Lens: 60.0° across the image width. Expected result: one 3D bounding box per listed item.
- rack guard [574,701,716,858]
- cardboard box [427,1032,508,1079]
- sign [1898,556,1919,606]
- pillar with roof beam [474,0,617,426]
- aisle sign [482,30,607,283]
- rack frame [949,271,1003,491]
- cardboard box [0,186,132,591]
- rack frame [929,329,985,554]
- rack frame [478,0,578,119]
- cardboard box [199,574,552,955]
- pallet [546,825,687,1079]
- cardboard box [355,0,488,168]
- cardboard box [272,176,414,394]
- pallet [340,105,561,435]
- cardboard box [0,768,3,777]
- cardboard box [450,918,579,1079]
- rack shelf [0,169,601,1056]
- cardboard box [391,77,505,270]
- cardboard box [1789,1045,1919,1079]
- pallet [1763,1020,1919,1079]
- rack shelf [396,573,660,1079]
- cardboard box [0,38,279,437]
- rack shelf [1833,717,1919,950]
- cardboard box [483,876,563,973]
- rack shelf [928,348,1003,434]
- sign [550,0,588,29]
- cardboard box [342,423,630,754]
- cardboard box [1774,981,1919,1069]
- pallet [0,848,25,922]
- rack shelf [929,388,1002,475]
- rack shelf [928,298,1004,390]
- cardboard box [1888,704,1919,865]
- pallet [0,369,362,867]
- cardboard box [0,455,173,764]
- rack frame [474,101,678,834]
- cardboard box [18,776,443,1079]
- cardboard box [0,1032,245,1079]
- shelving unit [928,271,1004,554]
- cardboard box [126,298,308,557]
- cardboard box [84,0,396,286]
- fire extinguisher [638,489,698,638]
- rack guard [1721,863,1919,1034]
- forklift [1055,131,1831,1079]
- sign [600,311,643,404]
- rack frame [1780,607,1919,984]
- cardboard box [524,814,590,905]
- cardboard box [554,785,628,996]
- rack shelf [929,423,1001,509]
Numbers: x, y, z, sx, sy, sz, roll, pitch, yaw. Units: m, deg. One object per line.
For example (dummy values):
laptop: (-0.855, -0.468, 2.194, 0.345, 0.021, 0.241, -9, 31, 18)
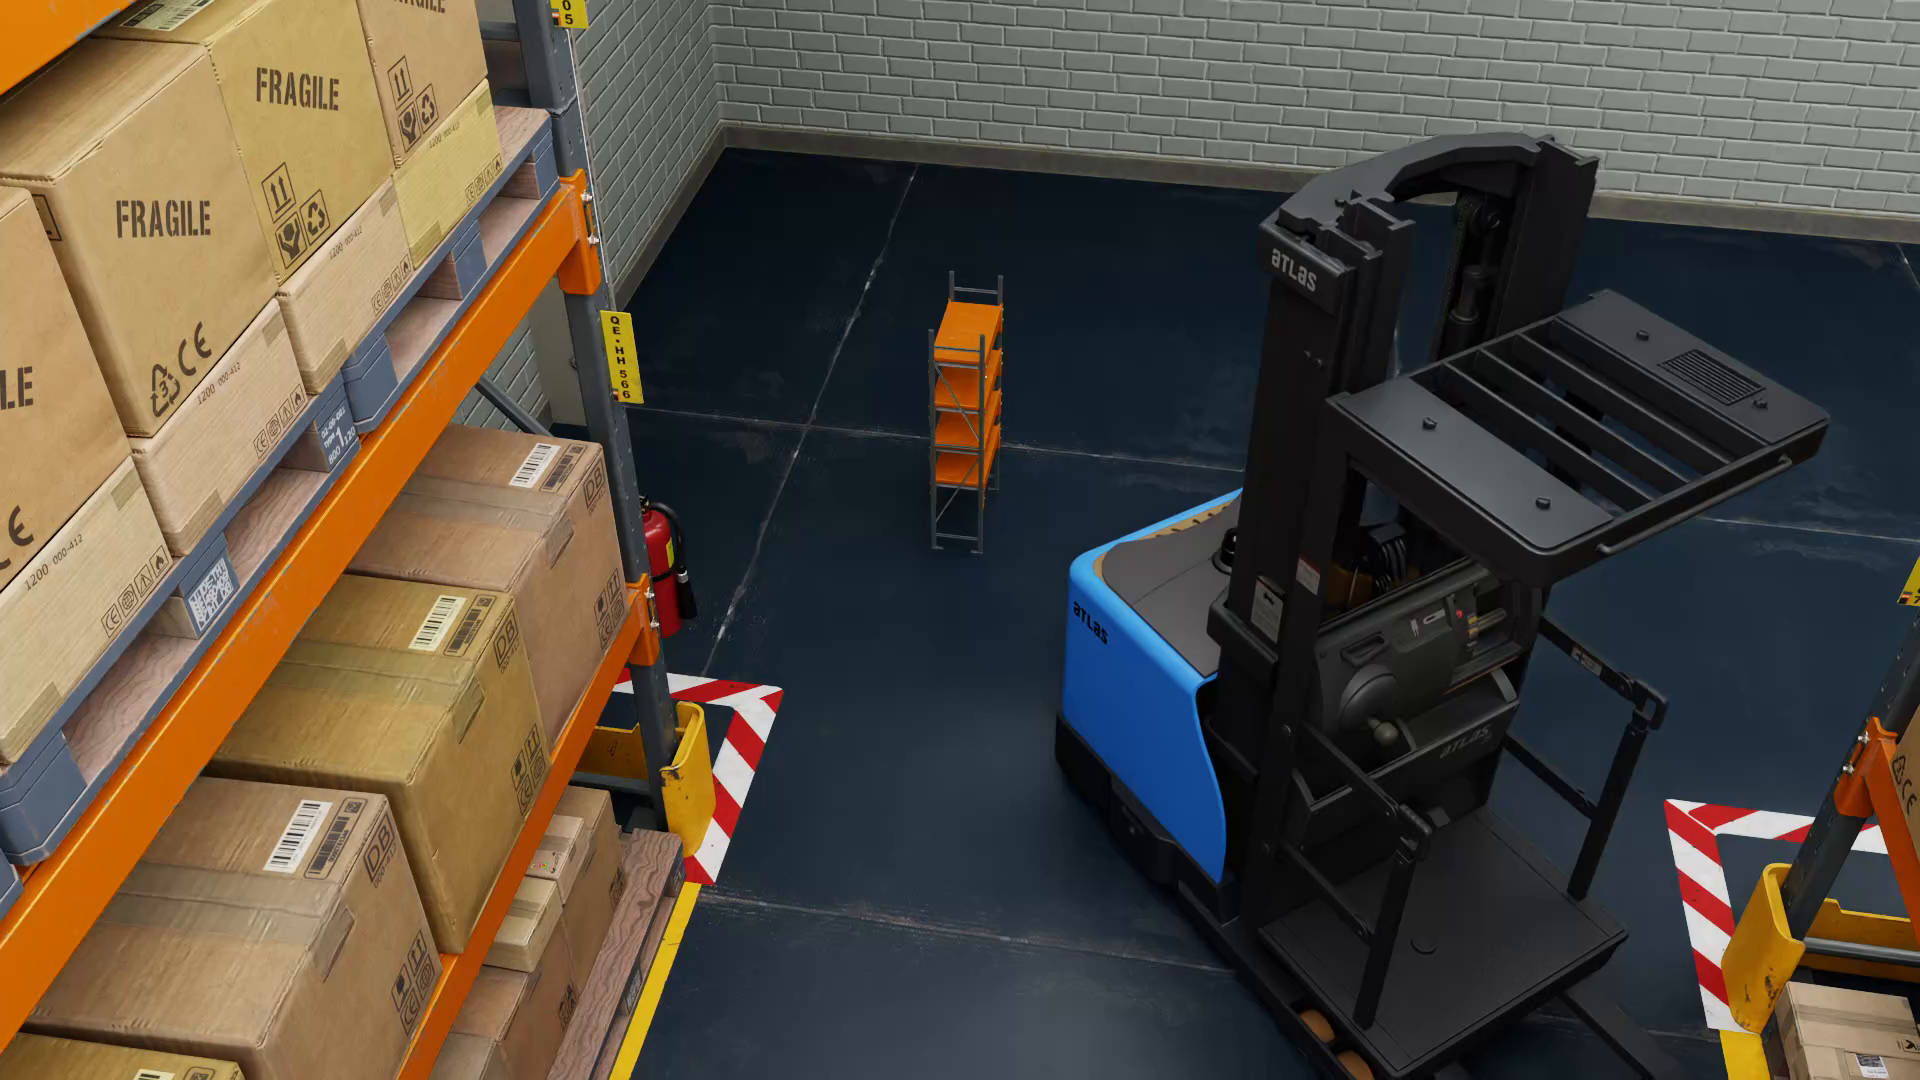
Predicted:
rack guard: (-1.561, 0.862, 6.411, 1.175, 0.500, 0.348, 6, 40, 8)
cardboard box: (-1.760, 1.796, 4.953, 0.700, 0.500, 0.500, 5, 40, 6)
sign: (2.780, 0.065, 4.735, 0.100, 0.325, 0.005, 6, 40, 8)
pillar with roof beam: (2.290, -3.713, 5.276, 9.100, 9.000, 0.400, 6, 40, 8)
aisle sign: (-1.257, -1.100, 4.783, 0.394, 0.787, 0.004, 6, 40, 8)
rack frame: (0.071, -0.719, 7.775, 0.240, 1.200, 0.015, 6, 40, 8)
cardboard box: (-1.695, -0.214, 2.518, 0.500, 0.500, 0.500, 7, 40, 8)
rack frame: (-0.014, -0.413, 7.405, 0.240, 1.200, 0.015, 6, 40, 8)
rack frame: (-1.565, -2.398, 3.685, 1.000, 3.000, 0.127, 6, 40, 8)
cardboard box: (-1.758, 0.578, 4.559, 0.980, 0.700, 0.700, 6, 40, 7)
pallet: (-1.626, 1.499, 5.868, 1.003, 0.211, 1.213, 6, 40, 8)
cardboard box: (-1.423, -1.184, 3.692, 0.500, 0.500, 0.500, 6, 40, 8)
cardboard box: (-1.519, -0.569, 3.536, 0.500, 0.250, 0.500, 5, 40, 6)
pallet: (-1.683, -0.741, 4.105, 1.003, 0.211, 1.213, 6, 40, 8)
cardboard box: (-1.776, 0.403, 2.361, 0.500, 0.250, 0.500, 6, 40, 7)
cardboard box: (-1.674, 1.480, 5.335, 0.700, 0.500, 0.500, 6, 40, 8)
rack shelf: (-1.911, 0.290, 3.352, 1.077, 0.370, 4.000, 6, 40, 8)
cardboard box: (-1.430, -0.896, 3.932, 0.500, 0.250, 0.500, 8, 40, 9)
cardboard box: (2.860, 1.762, 5.240, 0.380, 0.166, 0.250, 6, 40, 8)
pallet: (3.164, 2.081, 5.165, 1.003, 0.211, 1.213, 6, 40, 8)
rack shelf: (-1.911, 1.447, 4.308, 1.077, 0.370, 4.000, 6, 40, 8)
cardboard box: (-1.602, -0.543, 2.917, 0.500, 0.500, 0.500, 5, 40, 6)
rack shelf: (2.969, 1.990, 3.650, 1.077, 0.370, 4.000, 6, 40, 8)
cardboard box: (-1.474, 1.177, 5.192, 0.380, 0.149, 0.250, 7, 40, 9)
rack shelf: (0.029, -0.687, 7.491, 0.258, 0.148, 0.480, 6, 40, 8)
sign: (-1.033, -1.484, 4.301, 0.100, 0.325, 0.005, 6, 40, 8)
cardboard box: (-1.643, 0.120, 5.113, 0.980, 0.700, 0.700, 8, 40, 10)
cardboard box: (2.904, 1.612, 5.435, 0.380, 0.149, 0.250, 6, 40, 8)
pallet: (-2.105, 0.790, 2.252, 1.003, 0.211, 1.213, 6, 40, 8)
rack shelf: (0.029, -0.514, 7.633, 0.258, 0.148, 0.480, 6, 40, 8)
rack shelf: (0.029, -0.869, 7.340, 0.258, 0.148, 0.480, 6, 40, 8)
cardboard box: (2.978, 0.669, 4.605, 0.500, 0.500, 0.500, 7, 40, 9)
pallet: (-1.892, 0.027, 3.176, 1.003, 0.211, 1.213, 6, 40, 8)
cardboard box: (-1.694, 0.080, 2.751, 0.500, 0.250, 0.500, 5, 40, 6)
rack frame: (-1.565, -0.086, 5.597, 1.000, 3.000, 0.127, 6, 40, 8)
cardboard box: (-1.899, 1.055, 3.981, 0.980, 0.700, 0.700, 5, 40, 6)
cardboard box: (-2.015, 1.513, 3.428, 0.980, 0.700, 0.700, 5, 40, 7)
shelving unit: (0.029, -0.566, 7.590, 0.258, 1.200, 0.503, 6, 40, 8)
cardboard box: (-1.604, -0.242, 3.141, 0.500, 0.250, 0.500, 5, 40, 6)
cardboard box: (-1.520, -0.871, 3.314, 0.500, 0.500, 0.500, 8, 40, 9)
fire extinguisher: (-1.084, 0.044, 5.793, 0.296, 0.674, 0.183, 6, 40, 8)
rack guard: (3.301, 1.469, 5.678, 1.175, 0.500, 0.348, 6, 40, 8)
forklift: (1.584, 0.404, 5.058, 1.130, 2.935, 3.031, -21, 44, -24)
sign: (-1.033, -0.555, 5.069, 0.100, 0.325, 0.005, 6, 40, 8)
rack frame: (3.315, 0.458, 4.939, 1.000, 3.000, 0.127, 6, 40, 8)
cardboard box: (-1.430, 1.017, 5.386, 0.380, 0.149, 0.250, 6, 40, 7)
cardboard box: (-1.588, 1.166, 5.715, 0.700, 0.500, 0.500, 6, 40, 8)
rack shelf: (0.029, -0.361, 7.760, 0.258, 0.148, 0.480, 6, 40, 8)
